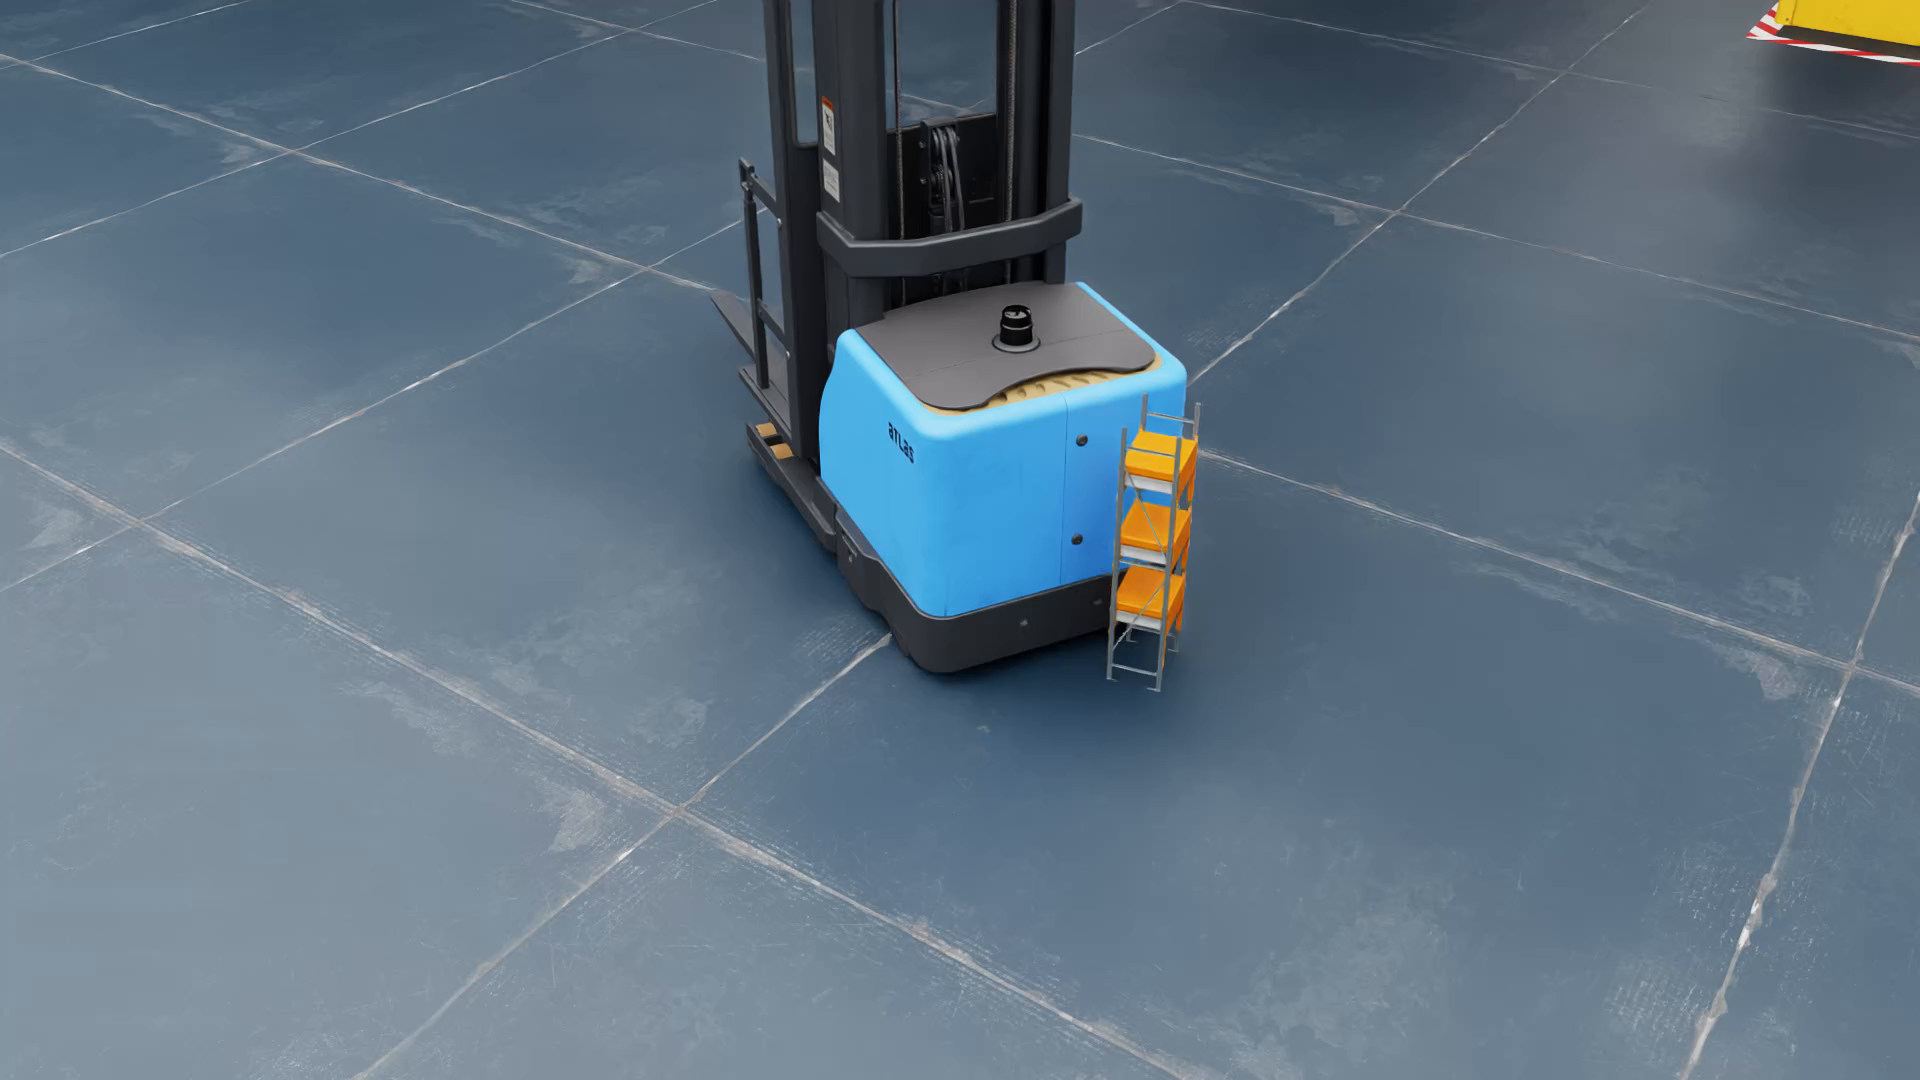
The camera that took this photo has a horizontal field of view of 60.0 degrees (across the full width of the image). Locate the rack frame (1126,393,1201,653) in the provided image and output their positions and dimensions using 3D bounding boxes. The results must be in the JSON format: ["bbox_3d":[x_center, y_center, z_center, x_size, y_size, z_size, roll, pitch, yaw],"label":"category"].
[{"bbox_3d":[0.710,-0.039,5.870,0.200,1.050,0.008,12,36,17],"label":"rack frame"}]

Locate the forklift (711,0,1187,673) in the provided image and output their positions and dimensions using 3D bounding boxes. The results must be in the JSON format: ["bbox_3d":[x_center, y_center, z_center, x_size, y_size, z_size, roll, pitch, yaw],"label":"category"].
[{"bbox_3d":[-0.276,-1.553,6.430,1.130,2.935,3.031,-15,37,-20],"label":"forklift"}]

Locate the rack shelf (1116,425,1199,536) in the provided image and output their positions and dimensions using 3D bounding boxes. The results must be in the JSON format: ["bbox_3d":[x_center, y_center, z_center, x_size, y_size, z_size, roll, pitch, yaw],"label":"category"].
[{"bbox_3d":[0.666,-0.202,5.623,0.215,0.259,0.240,12,36,17],"label":"rack shelf"}]

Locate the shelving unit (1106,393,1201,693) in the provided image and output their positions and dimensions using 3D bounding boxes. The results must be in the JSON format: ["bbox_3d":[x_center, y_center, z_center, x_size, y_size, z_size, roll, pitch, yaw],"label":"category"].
[{"bbox_3d":[0.666,0.025,5.776,0.215,1.050,0.252,12,36,17],"label":"shelving unit"}]

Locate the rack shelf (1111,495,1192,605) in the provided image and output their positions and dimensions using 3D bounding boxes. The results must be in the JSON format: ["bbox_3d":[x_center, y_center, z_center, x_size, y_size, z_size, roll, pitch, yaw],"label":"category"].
[{"bbox_3d":[0.666,0.033,5.782,0.215,0.259,0.240,12,36,17],"label":"rack shelf"}]

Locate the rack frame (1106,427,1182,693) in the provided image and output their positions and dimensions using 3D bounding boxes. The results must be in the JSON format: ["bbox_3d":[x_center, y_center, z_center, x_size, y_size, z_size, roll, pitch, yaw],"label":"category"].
[{"bbox_3d":[0.622,0.088,5.682,0.200,1.050,0.008,12,36,17],"label":"rack frame"}]

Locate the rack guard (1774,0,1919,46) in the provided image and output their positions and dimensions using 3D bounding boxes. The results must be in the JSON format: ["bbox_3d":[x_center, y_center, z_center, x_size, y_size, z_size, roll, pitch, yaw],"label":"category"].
[{"bbox_3d":[6.684,-3.988,12.201,1.175,0.500,0.348,21,39,28],"label":"rack guard"}]

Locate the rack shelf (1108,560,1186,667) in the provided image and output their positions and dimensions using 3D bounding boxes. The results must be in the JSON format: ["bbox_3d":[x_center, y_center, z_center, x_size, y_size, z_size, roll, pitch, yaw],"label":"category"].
[{"bbox_3d":[0.667,0.264,5.937,0.215,0.259,0.240,12,36,17],"label":"rack shelf"}]
